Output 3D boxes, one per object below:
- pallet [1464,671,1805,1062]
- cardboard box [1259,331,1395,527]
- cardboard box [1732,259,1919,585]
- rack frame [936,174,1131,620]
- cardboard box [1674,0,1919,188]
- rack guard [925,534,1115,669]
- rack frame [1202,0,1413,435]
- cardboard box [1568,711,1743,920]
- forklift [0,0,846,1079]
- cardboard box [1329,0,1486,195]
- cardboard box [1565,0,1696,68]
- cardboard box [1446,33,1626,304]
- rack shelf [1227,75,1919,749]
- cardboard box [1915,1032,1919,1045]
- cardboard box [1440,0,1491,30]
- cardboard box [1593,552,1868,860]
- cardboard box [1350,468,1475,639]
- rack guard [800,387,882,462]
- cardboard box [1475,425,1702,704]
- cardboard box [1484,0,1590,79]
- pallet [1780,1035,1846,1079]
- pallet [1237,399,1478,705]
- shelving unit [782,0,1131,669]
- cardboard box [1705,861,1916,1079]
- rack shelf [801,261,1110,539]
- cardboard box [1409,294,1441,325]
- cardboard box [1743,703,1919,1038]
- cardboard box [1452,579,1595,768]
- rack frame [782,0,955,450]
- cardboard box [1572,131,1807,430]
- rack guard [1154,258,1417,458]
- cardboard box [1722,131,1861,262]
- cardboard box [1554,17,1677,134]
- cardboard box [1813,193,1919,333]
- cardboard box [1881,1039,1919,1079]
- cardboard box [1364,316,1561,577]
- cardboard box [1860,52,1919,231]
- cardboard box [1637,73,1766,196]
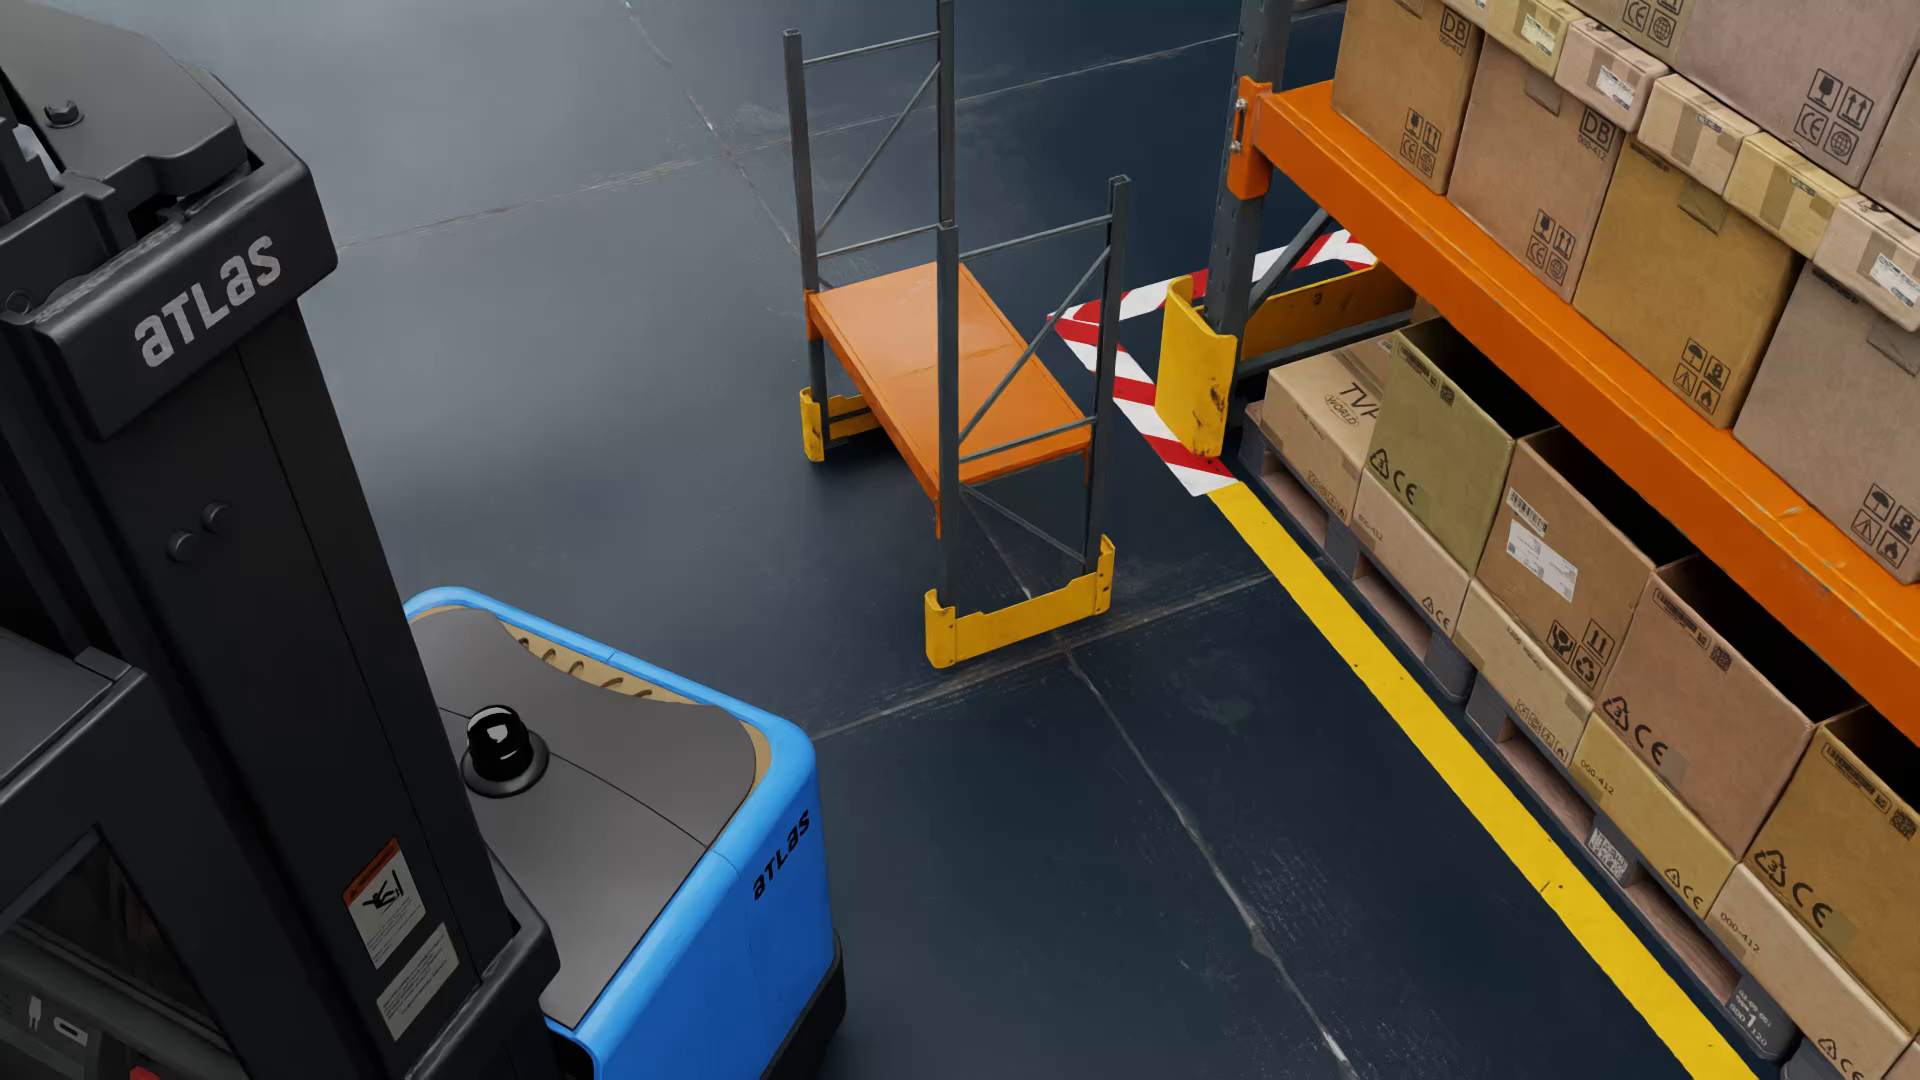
[{"bbox_3d":[2.128,0.652,4.439,1.003,0.211,1.213,-18,47,-17],"label":"pallet"},{"bbox_3d":[1.283,-0.355,5.133,0.500,0.250,0.500,-18,47,-17],"label":"cardboard box"},{"bbox_3d":[2.097,-0.340,3.388,0.700,0.500,0.500,-17,47,-16],"label":"cardboard box"},{"bbox_3d":[0.178,-0.264,4.450,0.500,1.500,0.032,-18,47,-17],"label":"rack frame"},{"bbox_3d":[1.905,-1.100,3.234,0.700,0.500,0.500,-18,47,-17],"label":"cardboard box"},{"bbox_3d":[0.177,0.180,4.890,0.587,0.250,0.087,-18,47,-17],"label":"rack guard"},{"bbox_3d":[1.259,-1.592,4.728,1.000,3.000,0.127,-18,47,-17],"label":"rack frame"},{"bbox_3d":[1.912,0.601,4.164,0.500,0.250,0.500,-18,47,-17],"label":"cardboard box"},{"bbox_3d":[-1.392,0.876,2.275,1.130,2.935,3.031,20,48,19],"label":"forklift"},{"bbox_3d":[1.444,-1.326,4.387,0.700,0.500,0.500,-18,47,-17],"label":"cardboard box"},{"bbox_3d":[1.692,-1.421,3.559,0.700,0.500,0.500,-19,48,-18],"label":"cardboard box"},{"bbox_3d":[1.669,-0.993,4.049,0.700,0.500,0.500,-17,47,-16],"label":"cardboard box"},{"bbox_3d":[2.100,-0.061,3.689,1.077,0.370,4.000,-18,47,-17],"label":"rack shelf"},{"bbox_3d":[2.348,0.966,3.260,0.500,0.500,0.500,-18,47,-17],"label":"cardboard box"},{"bbox_3d":[1.342,-1.377,3.977,0.380,0.149,0.250,-19,48,-18],"label":"cardboard box"},{"bbox_3d":[1.911,0.335,3.900,0.500,0.500,0.500,-18,47,-17],"label":"cardboard box"},{"bbox_3d":[1.496,-0.038,4.811,0.500,0.250,0.500,-18,47,-17],"label":"cardboard box"},{"bbox_3d":[-0.241,-0.455,5.533,0.587,0.250,0.087,-18,47,-17],"label":"rack guard"},{"bbox_3d":[1.716,0.011,4.228,0.500,0.500,0.500,-18,47,-17],"label":"cardboard box"},{"bbox_3d":[1.446,-1.218,3.816,0.380,0.149,0.250,-18,47,-17],"label":"cardboard box"},{"bbox_3d":[2.644,1.431,3.650,1.003,0.211,1.213,-18,47,-17],"label":"pallet"},{"bbox_3d":[1.619,-0.124,5.226,1.003,0.211,1.213,-18,47,-17],"label":"pallet"},{"bbox_3d":[-0.032,-0.582,4.772,0.587,1.500,1.083,-18,47,-17],"label":"shelving unit"},{"bbox_3d":[2.123,0.920,3.841,0.500,0.250,0.500,-18,47,-17],"label":"cardboard box"},{"bbox_3d":[-0.036,-0.460,4.905,0.538,0.185,1.000,-18,47,-17],"label":"rack shelf"},{"bbox_3d":[1.754,-0.776,5.025,0.500,0.500,0.500,-18,47,-17],"label":"cardboard box"},{"bbox_3d":[2.134,0.649,3.581,0.500,0.500,0.500,-18,47,-17],"label":"cardboard box"},{"bbox_3d":[1.706,0.281,4.488,0.500,0.250,0.500,-18,47,-17],"label":"cardboard box"},{"bbox_3d":[-0.250,-0.912,5.107,0.500,1.500,0.032,-18,47,-17],"label":"rack frame"},{"bbox_3d":[1.872,-0.675,3.727,0.700,0.500,0.500,-18,47,-17],"label":"cardboard box"},{"bbox_3d":[1.249,-0.717,5.621,1.175,0.500,0.348,-18,47,-17],"label":"rack guard"},{"bbox_3d":[1.772,-0.725,3.316,0.380,0.149,0.250,-19,48,-18],"label":"cardboard box"},{"bbox_3d":[1.550,-1.056,3.652,0.380,0.149,0.250,-19,48,-18],"label":"cardboard box"},{"bbox_3d":[1.874,-0.565,3.154,0.380,0.149,0.250,-18,47,-17],"label":"cardboard box"},{"bbox_3d":[2.346,1.234,3.522,0.500,0.250,0.500,-18,47,-17],"label":"cardboard box"},{"bbox_3d":[1.495,-0.304,4.547,0.500,0.500,0.500,-18,47,-17],"label":"cardboard box"},{"bbox_3d":[2.115,-0.781,2.911,0.700,0.500,0.500,-18,47,-17],"label":"cardboard box"},{"bbox_3d":[1.664,-0.887,3.481,0.380,0.149,0.250,-20,48,-19],"label":"cardboard box"}]
